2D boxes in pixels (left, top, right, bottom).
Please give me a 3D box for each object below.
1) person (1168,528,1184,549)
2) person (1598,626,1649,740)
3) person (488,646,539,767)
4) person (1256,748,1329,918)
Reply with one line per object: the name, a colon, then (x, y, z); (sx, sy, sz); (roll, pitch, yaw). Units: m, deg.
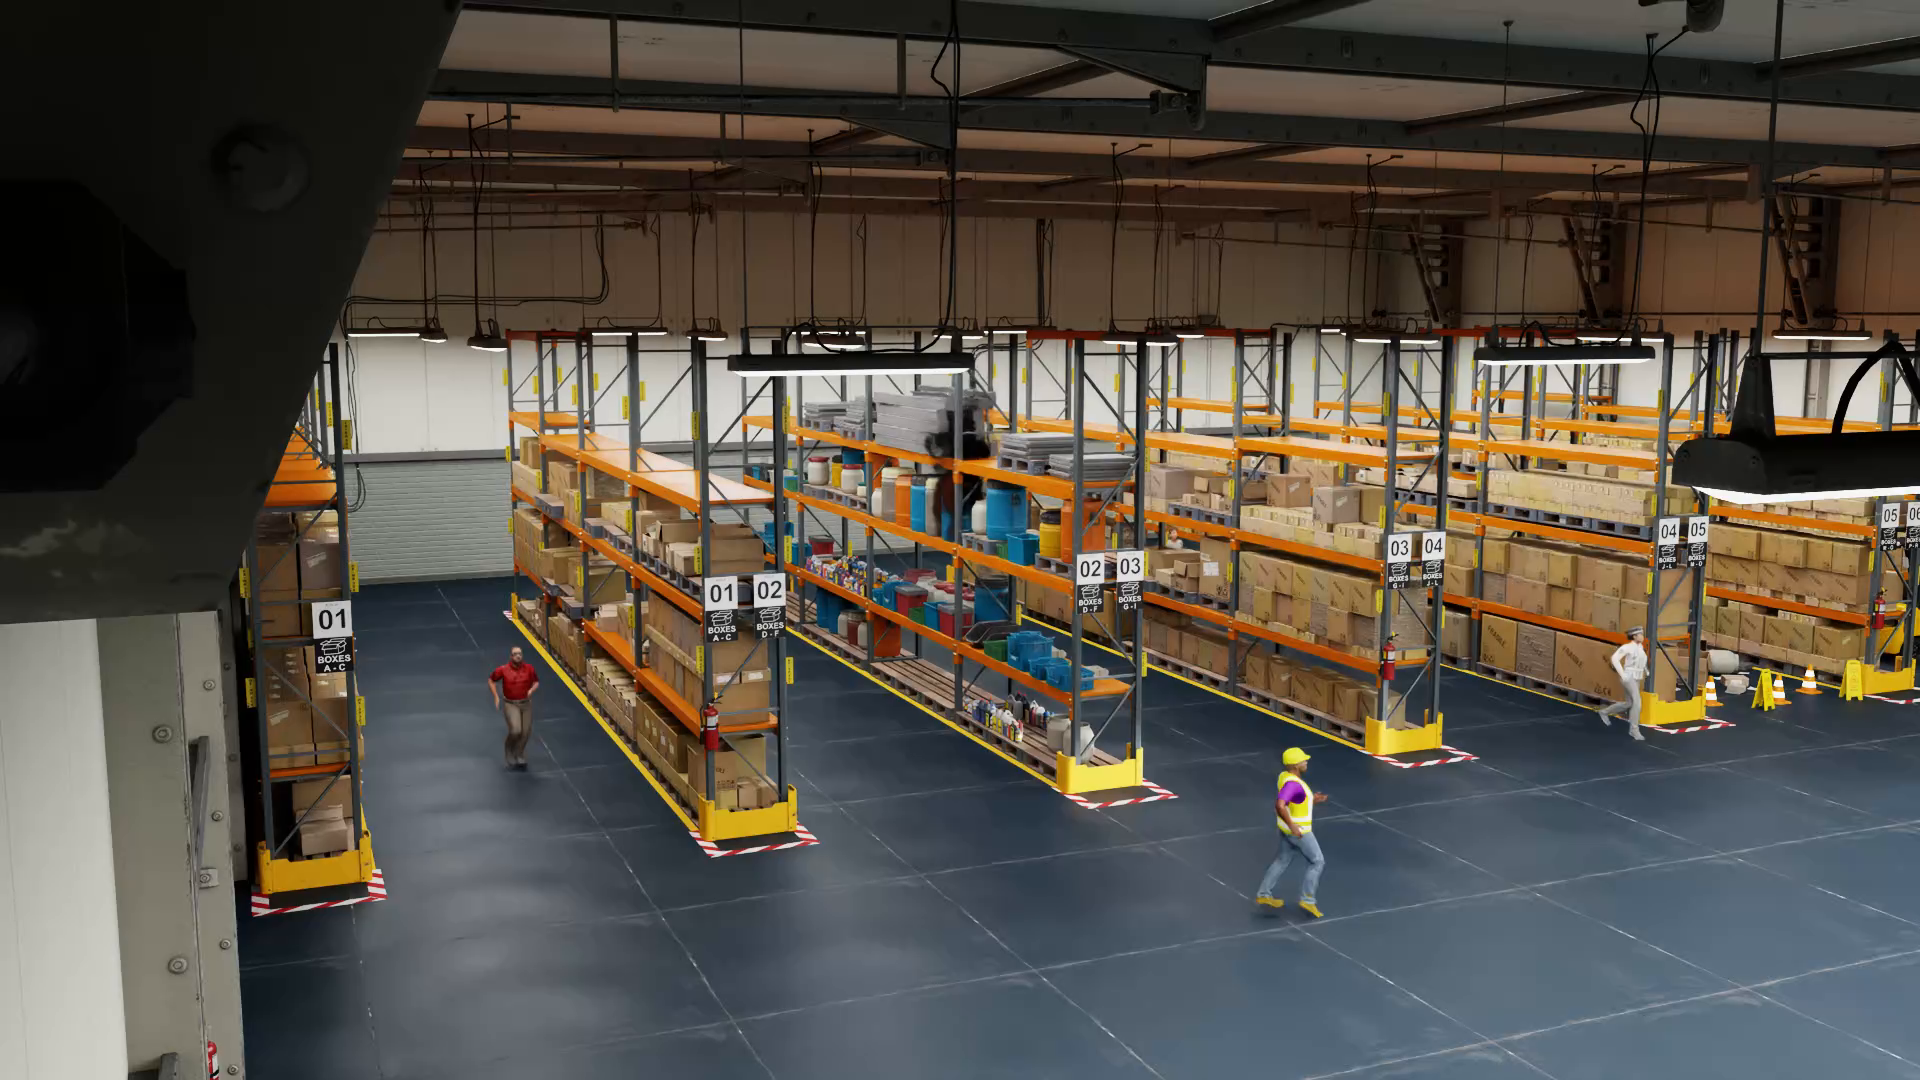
person: (4.729, 0.560, 36.509); (0.574, 1.649, 0.668); (-2, 8, -16)
person: (10.109, 2.120, 25.137); (0.657, 1.690, 0.822); (-7, 10, -41)
person: (-6.170, 2.336, 23.220); (0.647, 1.696, 0.659); (-5, 9, -34)
person: (3.527, 3.085, 17.528); (0.766, 1.828, 0.669); (-1, 8, -8)
